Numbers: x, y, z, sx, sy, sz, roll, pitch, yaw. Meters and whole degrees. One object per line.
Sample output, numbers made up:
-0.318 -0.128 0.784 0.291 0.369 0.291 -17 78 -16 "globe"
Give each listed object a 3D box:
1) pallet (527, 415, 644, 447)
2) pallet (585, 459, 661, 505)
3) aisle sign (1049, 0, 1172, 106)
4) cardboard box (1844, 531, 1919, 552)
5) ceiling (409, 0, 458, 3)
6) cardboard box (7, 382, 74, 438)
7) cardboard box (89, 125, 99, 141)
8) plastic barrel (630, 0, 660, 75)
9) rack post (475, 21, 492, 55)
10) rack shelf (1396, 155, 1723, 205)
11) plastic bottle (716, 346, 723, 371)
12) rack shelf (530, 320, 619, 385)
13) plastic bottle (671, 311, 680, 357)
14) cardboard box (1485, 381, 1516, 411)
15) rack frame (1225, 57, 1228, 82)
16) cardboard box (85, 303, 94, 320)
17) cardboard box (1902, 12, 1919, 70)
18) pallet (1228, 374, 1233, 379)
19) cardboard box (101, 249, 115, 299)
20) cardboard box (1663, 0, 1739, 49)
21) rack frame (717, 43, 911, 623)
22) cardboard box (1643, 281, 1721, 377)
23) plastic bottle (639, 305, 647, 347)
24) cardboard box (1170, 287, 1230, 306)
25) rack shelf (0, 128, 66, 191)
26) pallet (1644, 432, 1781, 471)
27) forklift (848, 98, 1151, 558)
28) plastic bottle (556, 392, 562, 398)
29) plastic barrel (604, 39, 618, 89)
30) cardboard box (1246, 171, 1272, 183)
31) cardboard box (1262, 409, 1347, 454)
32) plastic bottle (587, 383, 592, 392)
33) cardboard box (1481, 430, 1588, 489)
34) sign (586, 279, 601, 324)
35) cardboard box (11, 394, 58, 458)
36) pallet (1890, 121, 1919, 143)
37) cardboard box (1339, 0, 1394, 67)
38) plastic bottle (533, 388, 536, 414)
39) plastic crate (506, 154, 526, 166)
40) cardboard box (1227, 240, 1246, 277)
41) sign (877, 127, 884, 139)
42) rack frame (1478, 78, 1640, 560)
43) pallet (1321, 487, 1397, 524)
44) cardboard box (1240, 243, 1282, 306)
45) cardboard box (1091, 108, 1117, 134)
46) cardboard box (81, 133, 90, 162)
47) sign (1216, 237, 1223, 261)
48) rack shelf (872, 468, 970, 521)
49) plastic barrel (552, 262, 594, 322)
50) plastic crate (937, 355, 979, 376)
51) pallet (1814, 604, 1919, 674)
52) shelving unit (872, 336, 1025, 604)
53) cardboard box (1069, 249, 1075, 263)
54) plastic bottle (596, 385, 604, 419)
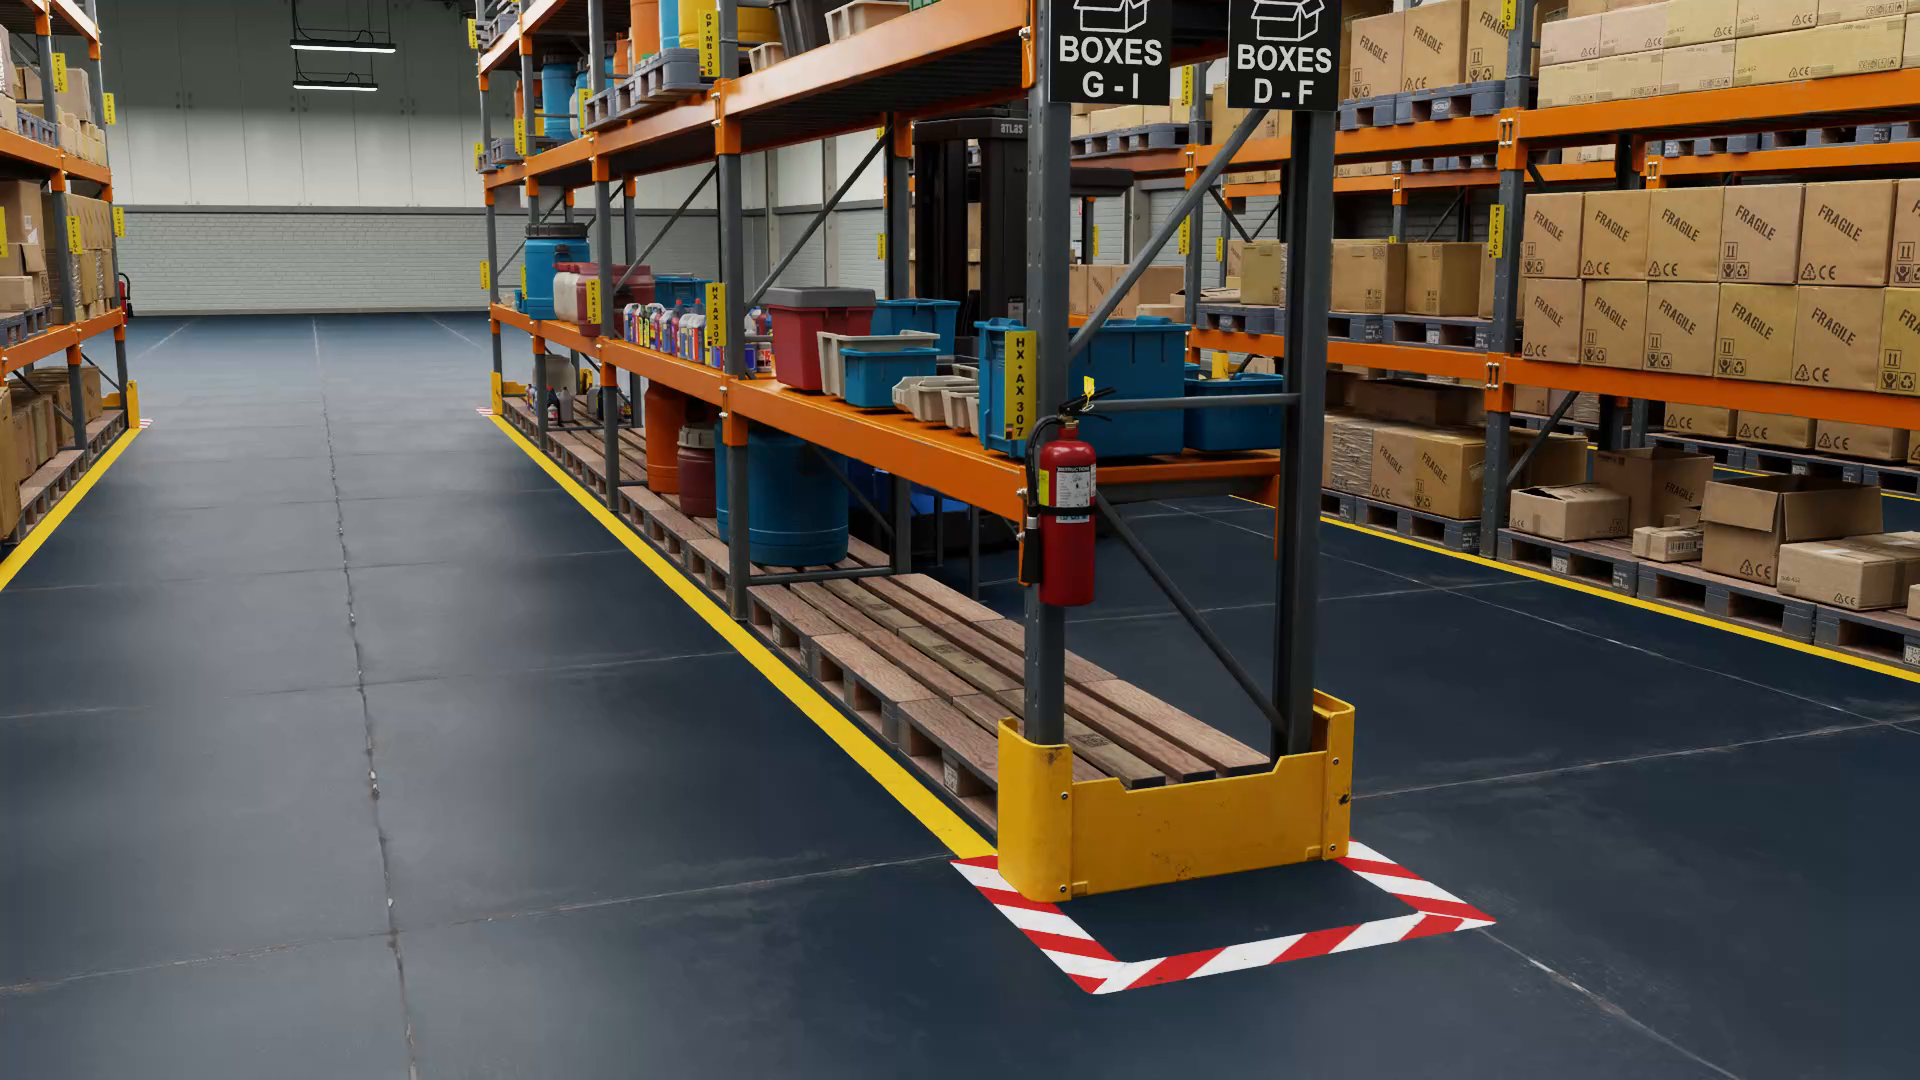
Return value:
-3.864 -1.120 17.115 1.003 0.211 1.213 -4 11 -21 "pallet"
-2.454 -0.484 13.538 1.003 0.211 1.213 -4 11 -21 "pallet"
0.442 -1.672 4.830 0.394 0.787 0.004 -4 11 -21 "aisle sign"
5.012 0.131 8.712 0.500 0.250 0.500 -4 11 -21 "cardboard box"
-12.380 -15.426 46.753 6.000 0.001 6.000 -4 11 -21 "ceiling"
-8.598 -1.203 15.559 0.500 0.500 0.500 0 10 -3 "cardboard box"
-9.034 -4.166 17.000 0.380 0.149 0.250 -4 11 -21 "cardboard box"
-2.007 -3.530 11.710 0.600 0.830 0.708 -4 11 -21 "plastic barrel"
-4.954 -5.610 18.689 0.937 0.300 0.954 -3 10 -15 "rack post"
6.299 -3.806 17.739 1.077 0.370 4.000 -4 11 -21 "rack shelf"
-1.331 -1.096 9.351 0.061 0.283 0.133 -4 11 -21 "plastic bottle"
-2.935 -1.700 14.467 1.077 0.370 4.000 -4 11 -21 "rack shelf"
-1.779 -1.298 10.485 0.061 0.283 0.133 -4 11 -21 "plastic bottle"
6.238 -1.709 18.346 0.700 0.500 0.500 -4 11 -20 "cardboard box"
4.125 -6.616 22.919 1.000 3.000 0.127 -4 11 -21 "rack frame"
-8.420 -2.161 15.723 0.380 0.149 0.250 -4 11 -21 "cardboard box"
4.704 -2.288 7.582 0.500 0.250 0.500 -4 11 -21 "cardboard box"
4.414 -2.142 22.861 1.003 0.211 1.213 -4 11 -21 "pallet"
-9.259 -2.750 17.177 0.875 0.500 0.500 -4 11 -21 "cardboard box"
4.155 -2.779 8.913 0.500 0.250 0.500 -4 11 -21 "cardboard box"
-0.760 -1.075 8.898 1.000 3.000 0.127 -4 11 -21 "rack frame"
4.156 -1.172 9.160 0.500 0.500 0.500 -4 11 -21 "cardboard box"
-2.181 -1.479 11.503 0.061 0.283 0.133 -4 11 -21 "plastic bottle"
2.265 -2.156 15.230 0.500 0.311 0.500 -4 11 -22 "cardboard box"
-7.551 -2.863 12.437 1.077 0.370 4.000 -4 11 -21 "rack shelf"
7.239 -0.850 15.597 1.003 0.211 1.213 -4 11 -21 "pallet"
0.499 -1.510 11.542 3.031 2.935 1.130 -8 13 -37 "forklift"
-4.102 -1.388 17.179 0.152 0.276 0.135 -4 11 -21 "plastic bottle"
-2.799 -3.822 14.343 0.600 0.901 0.708 -4 11 -21 "plastic barrel"
4.174 -5.038 22.270 0.500 0.500 0.500 -3 11 -17 "cardboard box"
2.679 -0.768 13.053 0.500 0.500 0.500 -4 11 -22 "cardboard box"
-4.068 -1.591 18.301 0.061 0.283 0.133 -4 11 -21 "plastic bottle"
3.909 -0.469 11.373 0.500 0.500 0.500 -4 11 -23 "cardboard box"
-2.720 -1.772 12.352 0.100 0.325 0.005 -4 11 -21 "sign"
-8.073 -0.951 14.082 0.700 0.500 0.500 -5 11 -25 "cardboard box"
8.095 -3.233 13.011 0.805 0.209 1.217 -4 11 -23 "pallet"
2.930 -3.822 12.635 0.500 0.500 0.500 -4 11 -21 "cardboard box"
-4.508 -1.486 17.743 0.097 0.271 0.097 0 10 0 "plastic bottle"
-4.618 -3.964 17.328 0.243 0.136 0.396 -4 11 -21 "plastic crate"
4.018 -3.871 22.845 0.500 0.500 0.500 -4 11 -21 "cardboard box"
-1.010 -5.259 21.135 0.100 0.325 0.005 -4 11 -21 "sign"
3.858 -1.389 10.662 1.000 3.000 0.127 -4 11 -21 "rack frame"
3.082 -0.346 12.761 1.003 0.211 1.213 -4 11 -21 "pallet"
2.741 -2.202 13.749 0.700 0.500 0.500 -9 13 -40 "cardboard box"
1.594 -3.988 15.940 0.500 0.250 0.500 -5 11 -26 "cardboard box"
-8.765 -3.812 16.151 0.500 0.250 0.500 -4 11 -22 "cardboard box"
3.619 -4.054 23.175 0.100 0.325 0.005 -4 11 -21 "sign"
-0.029 -0.297 9.831 0.538 0.185 1.000 -7 12 -35 "rack shelf"
-3.517 -2.278 15.271 0.433 0.535 0.433 0 10 0 "plastic barrel"
-0.104 -0.803 7.986 0.437 0.125 0.590 -4 11 -21 "plastic crate"
4.990 0.495 8.037 1.003 0.211 1.213 -4 11 -21 "pallet"
-0.029 -0.474 9.800 0.538 1.500 1.048 -7 12 -35 "shelving unit"
1.042 -3.119 18.253 0.380 0.149 0.250 -4 11 -21 "cardboard box"
-3.700 -1.442 17.270 0.144 0.351 0.185 -4 11 -21 "plastic bottle"
